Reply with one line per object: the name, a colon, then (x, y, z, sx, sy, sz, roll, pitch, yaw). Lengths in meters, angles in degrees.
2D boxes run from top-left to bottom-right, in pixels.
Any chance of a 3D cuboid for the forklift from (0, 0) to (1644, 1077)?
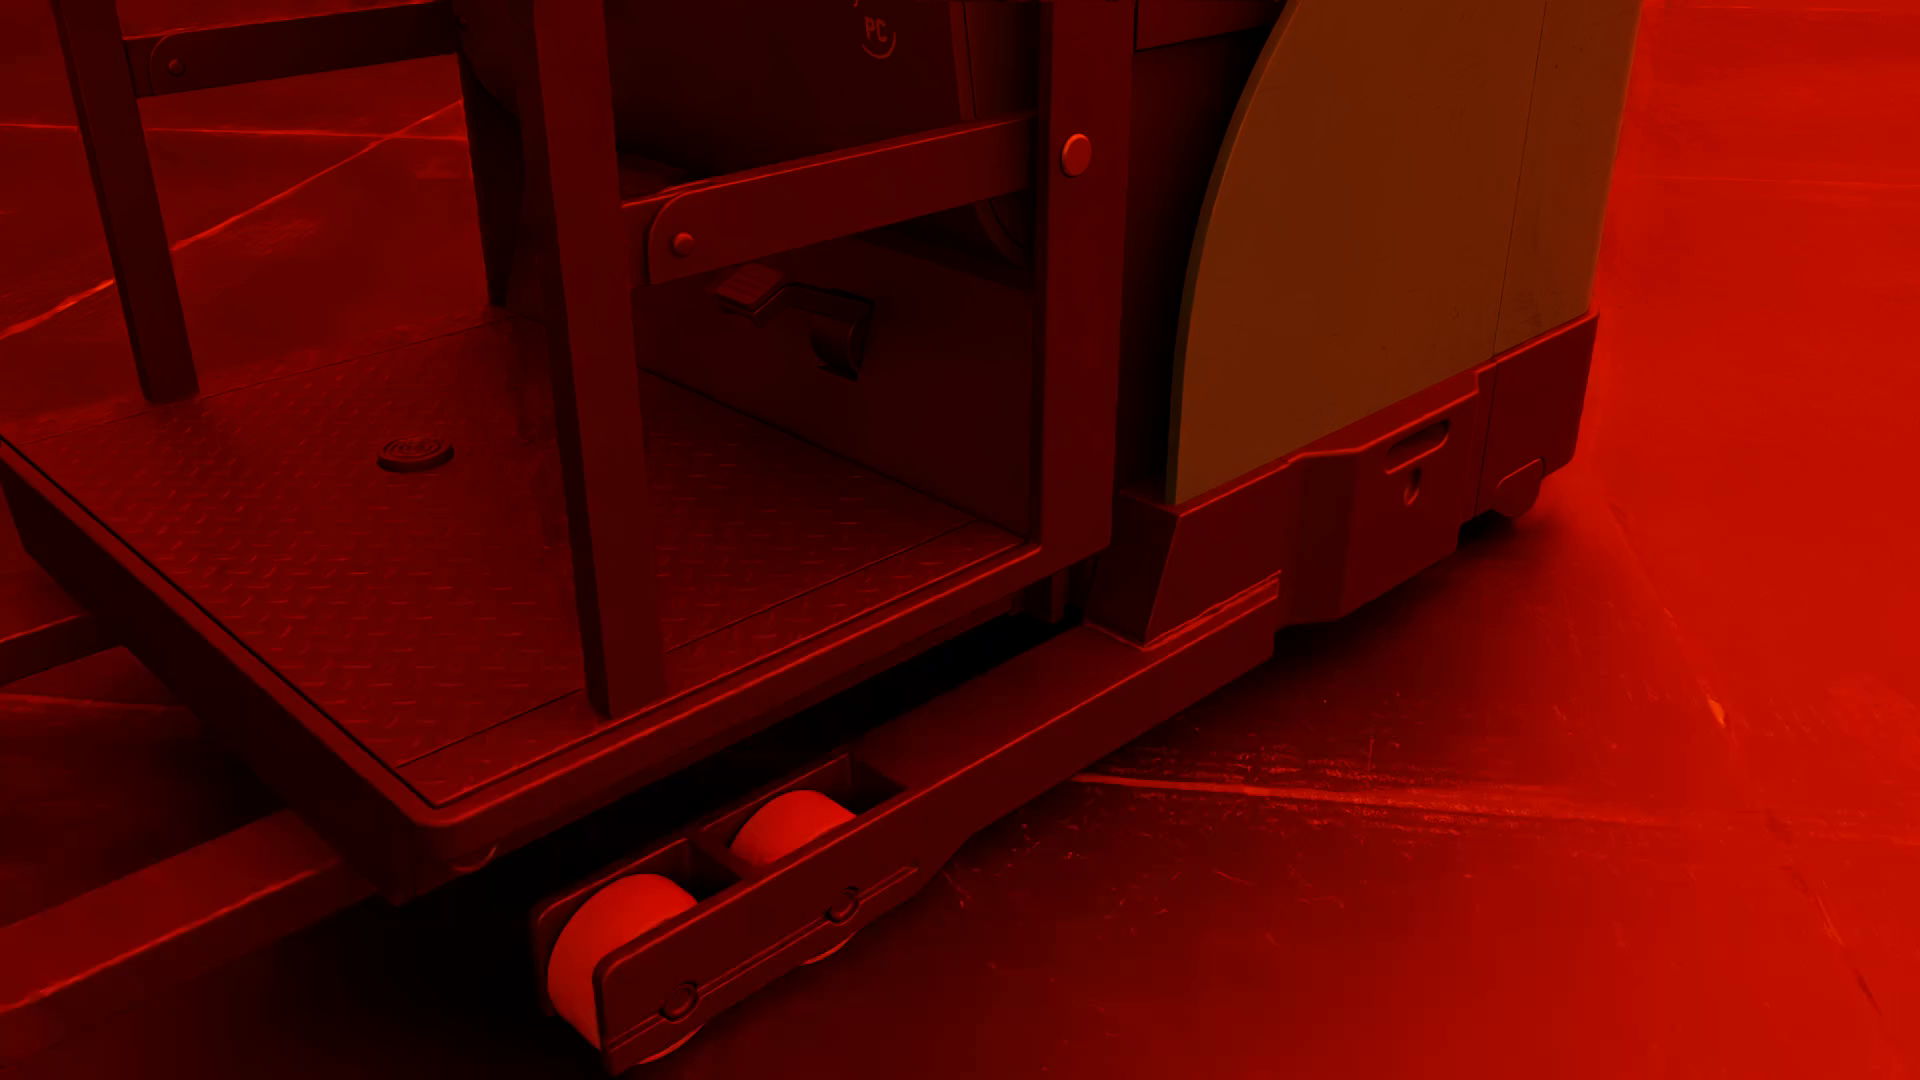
forklift: (-0.439, -1.092, 1.406, 3.031, 2.935, 1.130, -23, 35, -39)
